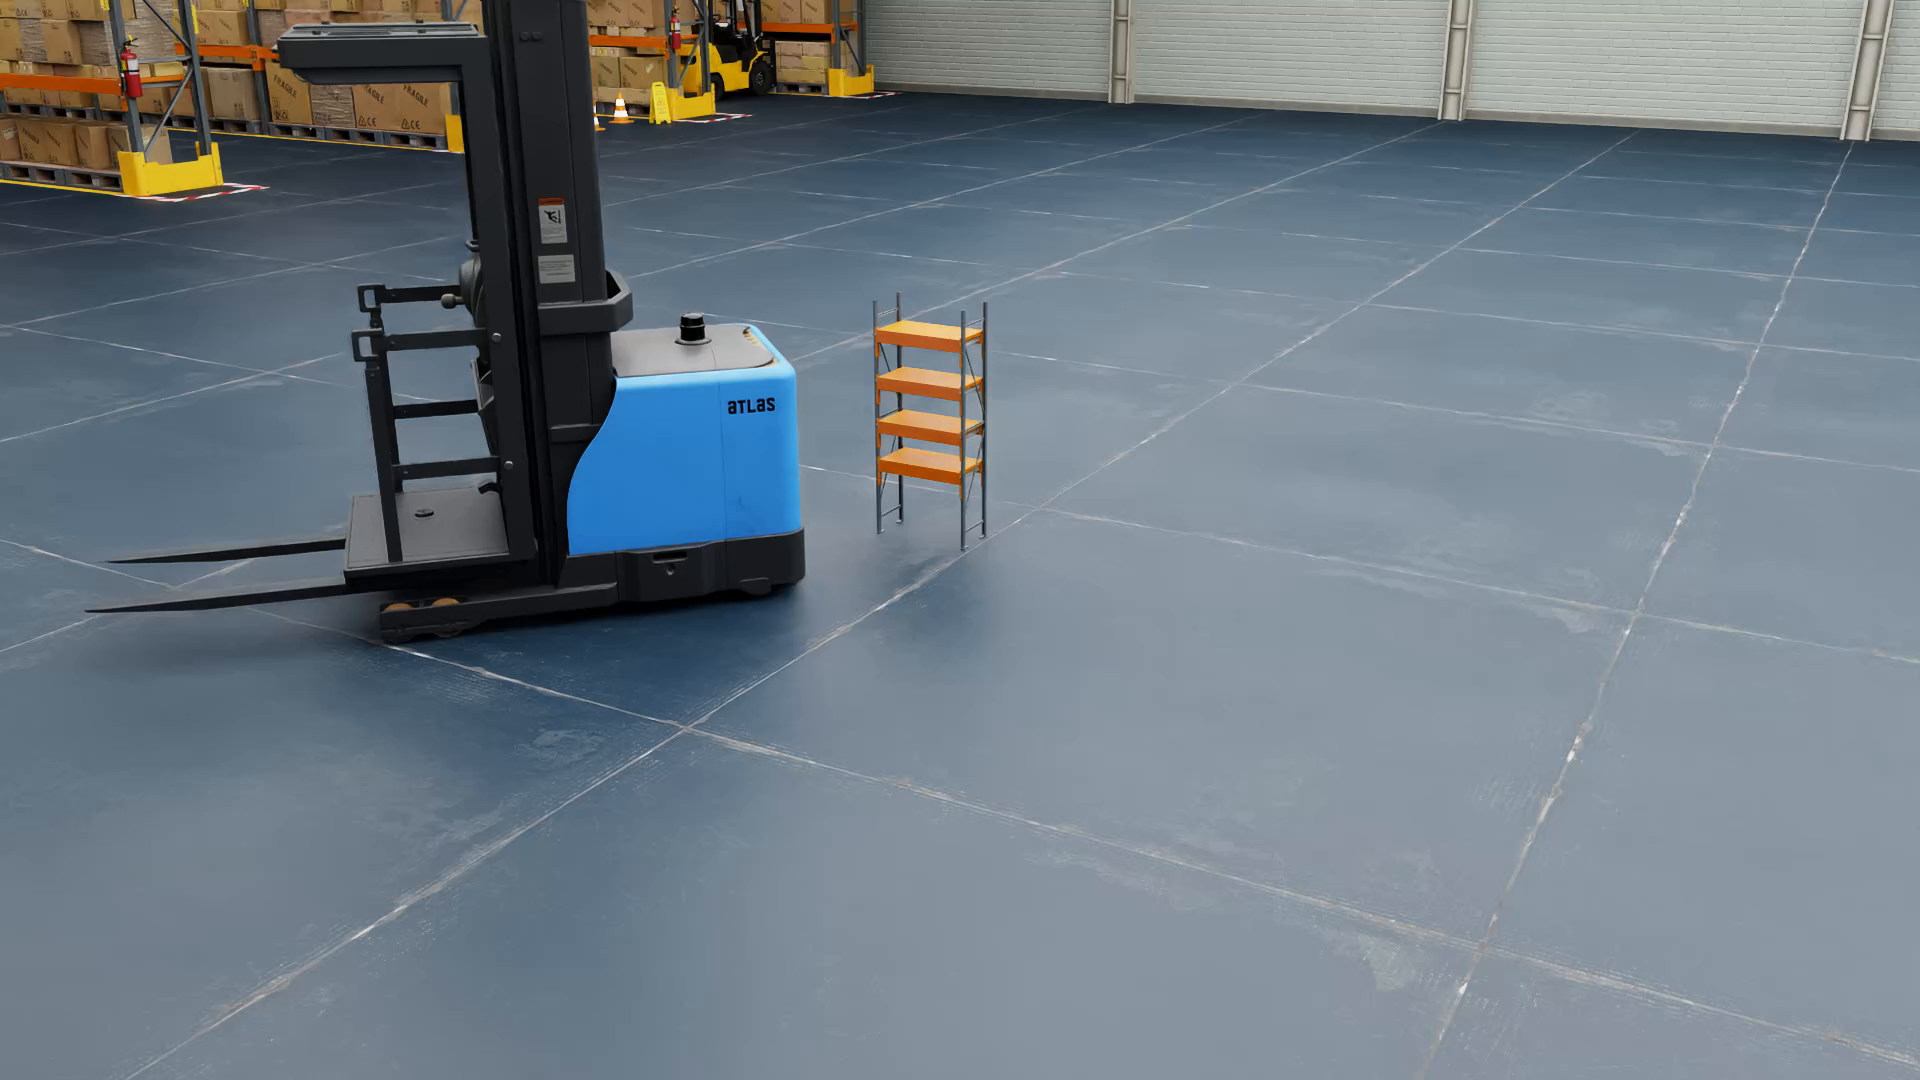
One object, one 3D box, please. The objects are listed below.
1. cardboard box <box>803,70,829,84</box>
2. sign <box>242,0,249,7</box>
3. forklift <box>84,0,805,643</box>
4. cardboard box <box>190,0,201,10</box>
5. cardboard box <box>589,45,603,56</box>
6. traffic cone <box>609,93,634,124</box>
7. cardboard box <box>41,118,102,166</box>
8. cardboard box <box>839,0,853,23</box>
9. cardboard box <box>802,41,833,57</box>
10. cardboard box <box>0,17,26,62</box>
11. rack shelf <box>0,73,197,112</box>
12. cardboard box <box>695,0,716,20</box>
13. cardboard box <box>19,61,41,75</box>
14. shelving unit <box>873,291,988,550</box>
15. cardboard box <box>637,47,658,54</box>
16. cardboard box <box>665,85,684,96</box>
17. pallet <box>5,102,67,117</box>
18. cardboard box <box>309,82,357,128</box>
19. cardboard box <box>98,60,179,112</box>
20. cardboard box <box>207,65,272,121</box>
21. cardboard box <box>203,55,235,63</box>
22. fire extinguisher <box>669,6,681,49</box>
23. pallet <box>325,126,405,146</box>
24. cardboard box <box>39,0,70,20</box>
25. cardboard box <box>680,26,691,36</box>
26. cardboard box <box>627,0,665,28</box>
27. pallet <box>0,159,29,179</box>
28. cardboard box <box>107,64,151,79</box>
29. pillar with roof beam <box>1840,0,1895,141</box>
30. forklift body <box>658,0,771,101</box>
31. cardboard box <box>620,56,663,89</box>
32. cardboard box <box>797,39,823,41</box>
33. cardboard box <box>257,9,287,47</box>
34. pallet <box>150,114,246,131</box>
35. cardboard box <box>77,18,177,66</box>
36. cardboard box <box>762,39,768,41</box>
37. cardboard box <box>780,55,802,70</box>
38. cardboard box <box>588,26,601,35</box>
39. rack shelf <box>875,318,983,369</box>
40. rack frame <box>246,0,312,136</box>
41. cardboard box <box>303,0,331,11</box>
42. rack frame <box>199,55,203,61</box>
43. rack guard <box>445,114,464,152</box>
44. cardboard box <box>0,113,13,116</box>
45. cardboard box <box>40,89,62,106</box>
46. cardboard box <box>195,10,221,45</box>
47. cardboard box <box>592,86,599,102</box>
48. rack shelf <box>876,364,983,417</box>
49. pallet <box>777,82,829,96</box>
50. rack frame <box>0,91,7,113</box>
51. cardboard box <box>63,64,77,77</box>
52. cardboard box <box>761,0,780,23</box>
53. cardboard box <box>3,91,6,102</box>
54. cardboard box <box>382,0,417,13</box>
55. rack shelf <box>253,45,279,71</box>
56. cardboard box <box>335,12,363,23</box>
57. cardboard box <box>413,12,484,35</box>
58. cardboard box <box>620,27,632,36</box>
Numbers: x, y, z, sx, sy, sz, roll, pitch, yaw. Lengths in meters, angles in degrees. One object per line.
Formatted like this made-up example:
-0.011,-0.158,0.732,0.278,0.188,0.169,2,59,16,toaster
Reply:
-2.679,-8.927,31.993,0.500,0.250,0.500,11,23,28,cardboard box
-10.607,-8.078,24.655,0.005,0.325,0.100,11,23,27,sign
-2.291,-1.138,7.203,3.031,2.935,1.130,-6,21,-16,forklift
-11.678,-8.502,25.790,0.500,0.500,0.700,11,23,28,cardboard box
-6.160,-8.306,28.229,0.250,0.149,0.380,12,23,30,cardboard box
-5.537,-7.055,27.135,0.334,0.463,0.336,11,23,27,traffic cone
-10.978,-4.940,20.634,0.500,0.500,0.500,13,24,32,cardboard box
-2.412,-10.250,32.077,0.500,0.500,0.500,12,23,29,cardboard box
-2.669,-9.397,31.821,0.500,0.250,0.500,12,23,29,cardboard box
-11.174,-6.126,20.272,0.500,0.500,0.875,11,23,27,cardboard box
-11.112,-5.604,20.470,4.000,0.370,1.077,11,23,27,rack shelf
-4.884,-10.517,32.813,0.500,0.500,0.500,11,23,28,cardboard box
-11.076,-5.696,20.036,0.250,0.149,0.380,11,23,27,cardboard box
-0.145,-0.592,8.236,0.503,1.200,0.258,11,23,27,shelving unit
-6.068,-9.868,34.036,0.625,0.625,0.875,12,23,30,cardboard box
-5.102,-7.681,28.558,0.500,0.250,0.500,11,22,27,cardboard box
-15.585,-7.423,28.518,1.213,0.211,1.003,11,23,27,pallet
-9.047,-6.659,24.824,0.875,0.875,0.875,11,23,28,cardboard box
-13.355,-7.412,27.082,0.750,0.750,1.050,10,22,27,cardboard box
-10.936,-6.951,25.812,0.750,0.750,1.050,11,23,27,cardboard box
-14.429,-9.675,33.137,0.875,0.875,0.875,12,23,29,cardboard box
-4.657,-8.367,27.146,0.183,0.674,0.296,11,23,27,fire extinguisher
-8.656,-6.071,24.793,1.213,0.211,1.003,11,23,27,pallet
-10.406,-6.366,19.466,0.500,0.500,0.500,11,23,27,cardboard box
-4.728,-8.560,27.932,0.250,0.149,0.380,11,23,28,cardboard box
-5.141,-8.755,27.519,0.500,0.500,0.500,10,22,26,cardboard box
-12.254,-4.863,21.461,1.213,0.211,1.003,11,23,27,pallet
-9.715,-5.477,19.435,0.250,0.149,0.380,11,23,27,cardboard box
11.331,-8.967,19.890,0.400,9.000,9.100,11,23,27,pillar with roof beam
-4.660,-9.411,31.156,1.214,2.155,2.313,11,23,27,forklift body
-5.359,-7.873,27.986,0.500,0.500,0.500,11,23,28,cardboard box
-2.880,-9.631,32.468,0.500,0.250,0.500,11,23,27,cardboard box
-10.023,-7.747,25.104,0.550,0.550,0.875,11,23,27,cardboard box
-12.130,-6.732,26.615,1.213,0.211,1.003,11,23,27,pallet
-9.832,-5.896,19.638,0.500,0.500,0.875,11,23,27,cardboard box
-4.002,-9.647,32.512,0.500,0.250,0.500,10,22,26,cardboard box
-3.125,-9.252,32.156,0.500,0.250,0.500,11,22,27,cardboard box
-6.114,-8.632,28.131,0.250,0.149,0.380,11,22,27,cardboard box
-0.145,-0.961,8.102,0.480,0.148,0.258,11,23,27,rack shelf
-10.351,-7.735,25.289,0.127,3.000,1.000,11,23,27,rack frame
-9.104,-8.054,24.365,0.550,0.550,0.875,11,23,27,cardboard box
-15.009,-10.555,33.065,0.127,3.000,1.000,11,23,27,rack frame
-6.837,-5.890,23.870,0.348,0.500,1.175,11,23,27,rack guard
-12.528,-5.219,21.403,0.500,0.500,0.500,10,22,26,cardboard box
-14.996,-7.541,27.806,0.500,0.500,0.500,12,23,29,cardboard box
-11.378,-7.873,25.523,0.500,0.500,0.500,11,22,27,cardboard box
-6.277,-7.693,28.590,0.500,0.250,0.500,10,22,25,cardboard box
-0.145,-0.739,8.183,0.480,0.148,0.258,11,23,27,rack shelf
-2.803,-8.842,32.431,1.213,0.211,1.003,11,23,27,pallet
-12.858,-6.275,21.265,0.127,3.000,1.000,11,23,27,rack frame
-10.387,-5.592,19.750,0.250,0.149,0.380,11,23,27,cardboard box
-3.569,-10.263,32.112,0.500,0.500,0.500,10,22,26,cardboard box
-16.356,-7.798,28.513,0.500,0.500,0.500,12,23,30,cardboard box
-7.689,-7.785,23.624,0.550,0.550,0.875,11,23,27,cardboard box
-8.604,-7.064,24.495,4.000,0.370,1.077,11,23,27,rack shelf
-8.606,-7.479,24.365,0.500,0.550,0.875,11,23,27,cardboard box
-7.205,-7.188,23.562,0.550,0.550,0.875,11,23,27,cardboard box
-5.452,-8.498,27.763,0.250,0.149,0.380,10,22,26,cardboard box
